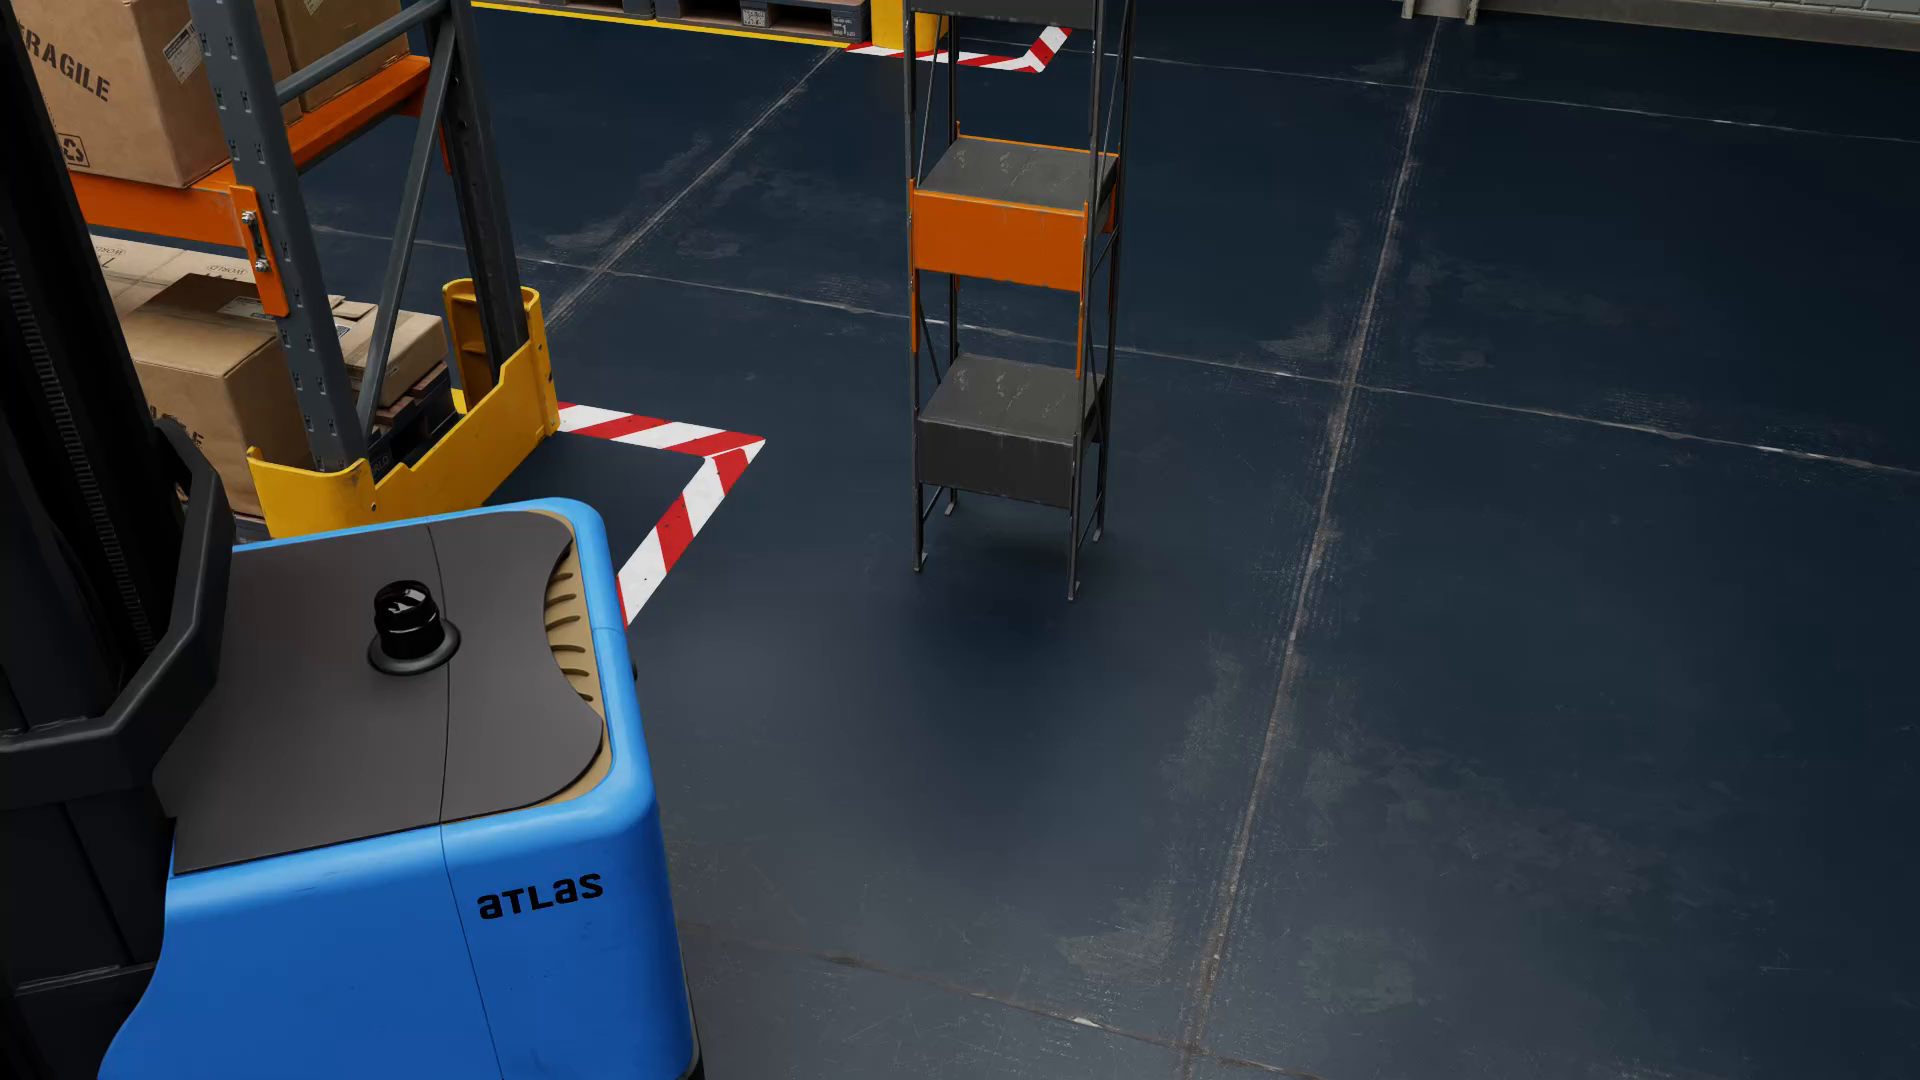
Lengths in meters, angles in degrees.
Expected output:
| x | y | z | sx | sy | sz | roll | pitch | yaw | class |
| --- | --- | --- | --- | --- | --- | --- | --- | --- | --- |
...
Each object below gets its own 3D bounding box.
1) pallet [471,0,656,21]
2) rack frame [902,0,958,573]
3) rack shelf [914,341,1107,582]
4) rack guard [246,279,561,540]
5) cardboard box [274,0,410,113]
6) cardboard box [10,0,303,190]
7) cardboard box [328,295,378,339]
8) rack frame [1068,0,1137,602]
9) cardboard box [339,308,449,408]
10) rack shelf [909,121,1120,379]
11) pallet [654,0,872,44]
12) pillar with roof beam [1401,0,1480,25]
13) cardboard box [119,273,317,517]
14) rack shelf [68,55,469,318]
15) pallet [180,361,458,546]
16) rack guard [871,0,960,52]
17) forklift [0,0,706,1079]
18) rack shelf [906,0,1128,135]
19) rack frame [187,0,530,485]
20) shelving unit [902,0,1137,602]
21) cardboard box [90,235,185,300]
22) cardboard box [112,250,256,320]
| x | y | z | sx | sy | sz | roll | pitch | yaw | class |
| --- | --- | --- | --- | --- | --- | --- | --- | --- | --- |
| -2.116 | -3.316 | 9.577 | 1.213 | 0.211 | 1.003 | 10 | 38 | 14 | pallet |
| -0.075 | -0.860 | 4.646 | 0.015 | 2.100 | 0.400 | 10 | 38 | 14 | rack frame |
| 0.158 | -0.242 | 5.011 | 0.480 | 0.518 | 0.431 | 10 | 38 | 14 | rack shelf |
| -1.715 | -0.328 | 5.274 | 0.348 | 0.500 | 1.175 | 10 | 38 | 14 | rack guard |
| -1.987 | -1.589 | 4.795 | 0.500 | 0.500 | 0.500 | 11 | 38 | 15 | cardboard box |
| -2.151 | -1.287 | 4.384 | 0.500 | 0.500 | 0.500 | 12 | 38 | 15 | cardboard box |
| -2.178 | -0.670 | 5.649 | 0.250 | 0.166 | 0.380 | 10 | 38 | 14 | cardboard box |
| 0.391 | -0.773 | 4.529 | 0.015 | 2.100 | 0.400 | 10 | 38 | 14 | rack frame |
| -1.940 | -0.619 | 5.595 | 0.250 | 0.149 | 0.380 | 10 | 38 | 14 | cardboard box |
| 0.158 | -0.805 | 4.596 | 0.480 | 0.518 | 0.431 | 10 | 38 | 14 | rack shelf |
| -0.955 | -3.099 | 9.283 | 1.213 | 0.211 | 1.003 | 10 | 38 | 14 | pallet |
| 1.382 | -4.118 | 3.253 | 0.400 | 9.000 | 9.100 | 10 | 38 | 14 | pillar with roof beam |
| -2.235 | -0.449 | 5.067 | 0.500 | 0.500 | 0.500 | 10 | 38 | 14 | cardboard box |
| -3.551 | -1.385 | 5.209 | 4.000 | 0.370 | 1.077 | 10 | 38 | 14 | rack shelf |
| -2.476 | -0.352 | 5.551 | 1.213 | 0.211 | 1.003 | 10 | 38 | 14 | pallet |
| -0.146 | -3.114 | 9.059 | 0.348 | 0.500 | 1.175 | 10 | 38 | 14 | rack guard |
| -2.096 | 0.090 | 2.655 | 3.031 | 2.935 | 1.130 | -10 | 37 | -13 | forklift |
| 0.158 | -1.369 | 4.181 | 0.480 | 0.518 | 0.431 | 10 | 38 | 14 | rack shelf |
| -1.642 | -1.322 | 4.515 | 0.127 | 3.000 | 1.000 | 10 | 38 | 14 | rack frame |
| 0.158 | -0.816 | 4.588 | 0.503 | 2.100 | 0.431 | 10 | 38 | 14 | shelving unit |
| -3.031 | -0.825 | 5.789 | 0.500 | 0.250 | 0.500 | 10 | 38 | 14 | cardboard box |
| -2.554 | -0.736 | 5.668 | 0.500 | 0.250 | 0.500 | 10 | 38 | 14 | cardboard box |
